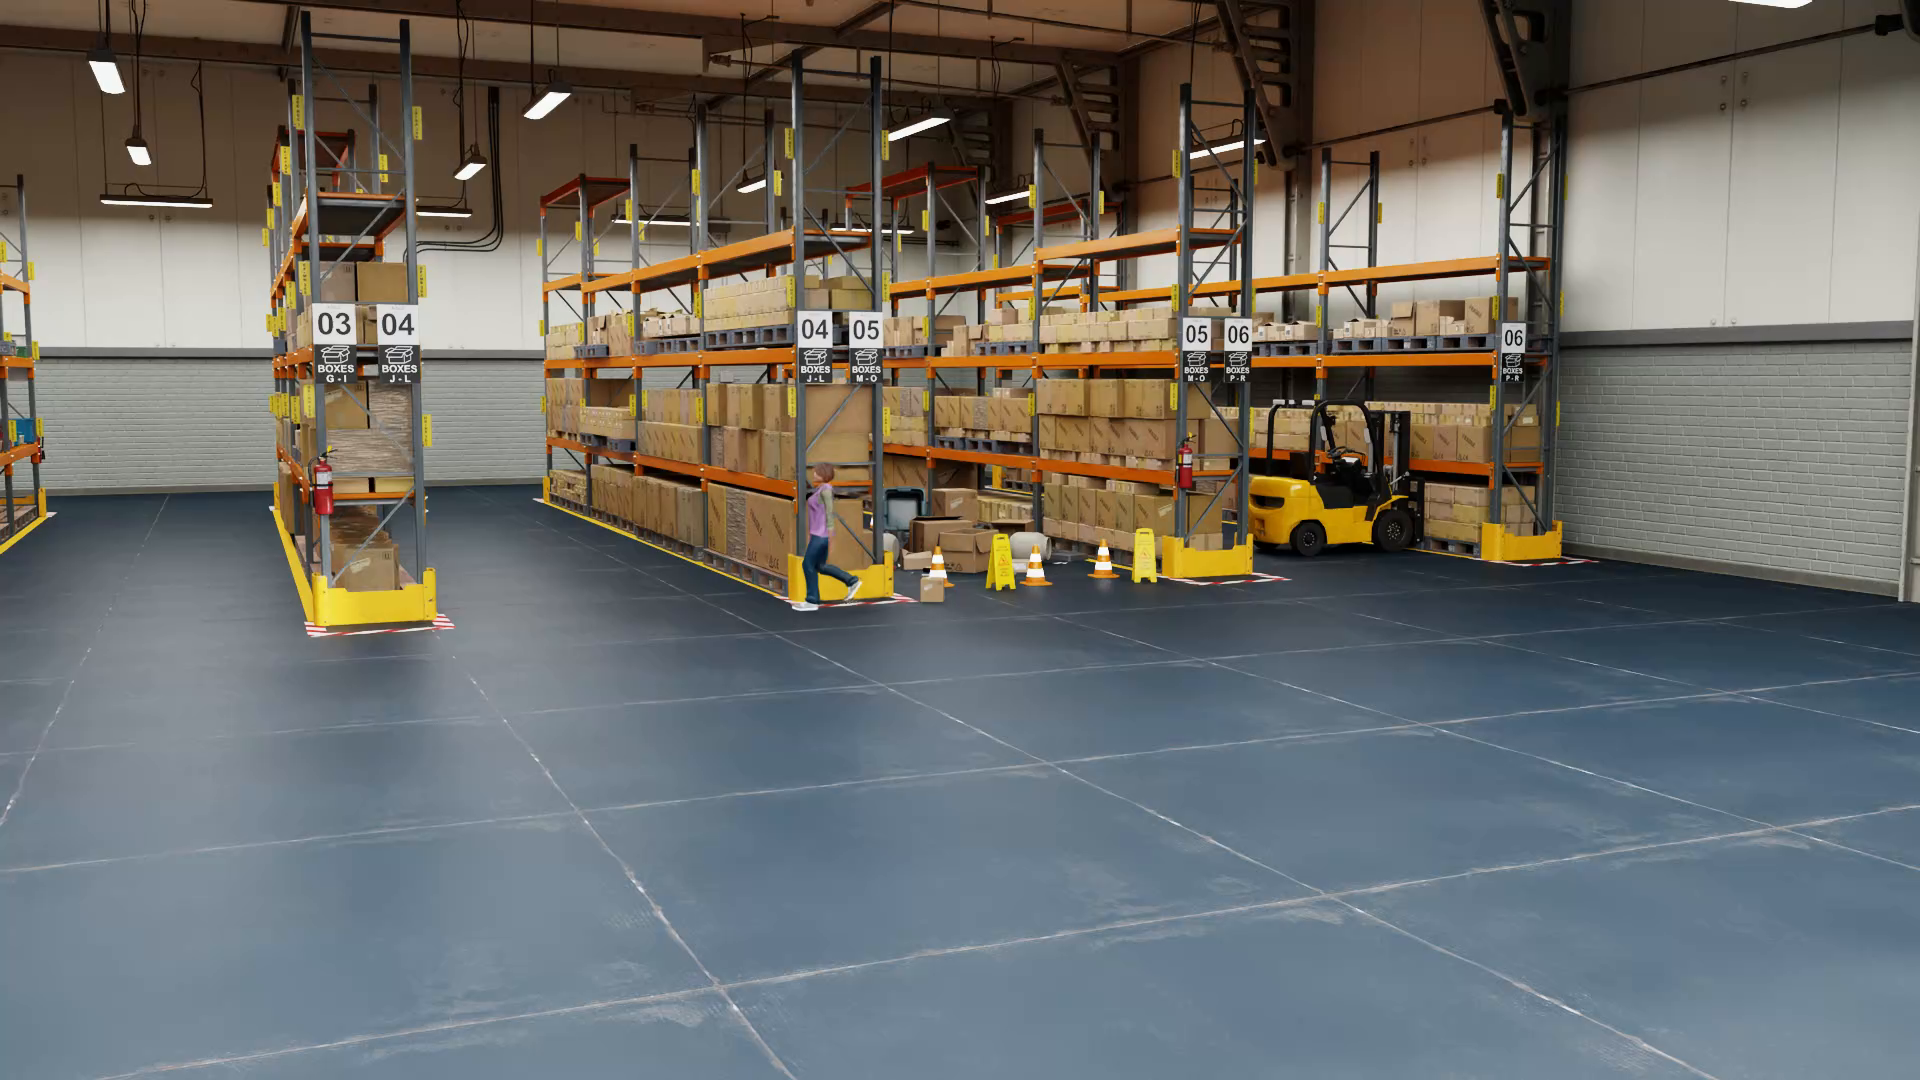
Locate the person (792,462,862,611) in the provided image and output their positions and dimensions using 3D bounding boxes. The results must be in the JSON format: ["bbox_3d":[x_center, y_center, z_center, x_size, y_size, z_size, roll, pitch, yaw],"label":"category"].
[{"bbox_3d":[-1.402,-0.040,17.541,0.750,1.557,0.394,-1,6,-6],"label":"person"}]
